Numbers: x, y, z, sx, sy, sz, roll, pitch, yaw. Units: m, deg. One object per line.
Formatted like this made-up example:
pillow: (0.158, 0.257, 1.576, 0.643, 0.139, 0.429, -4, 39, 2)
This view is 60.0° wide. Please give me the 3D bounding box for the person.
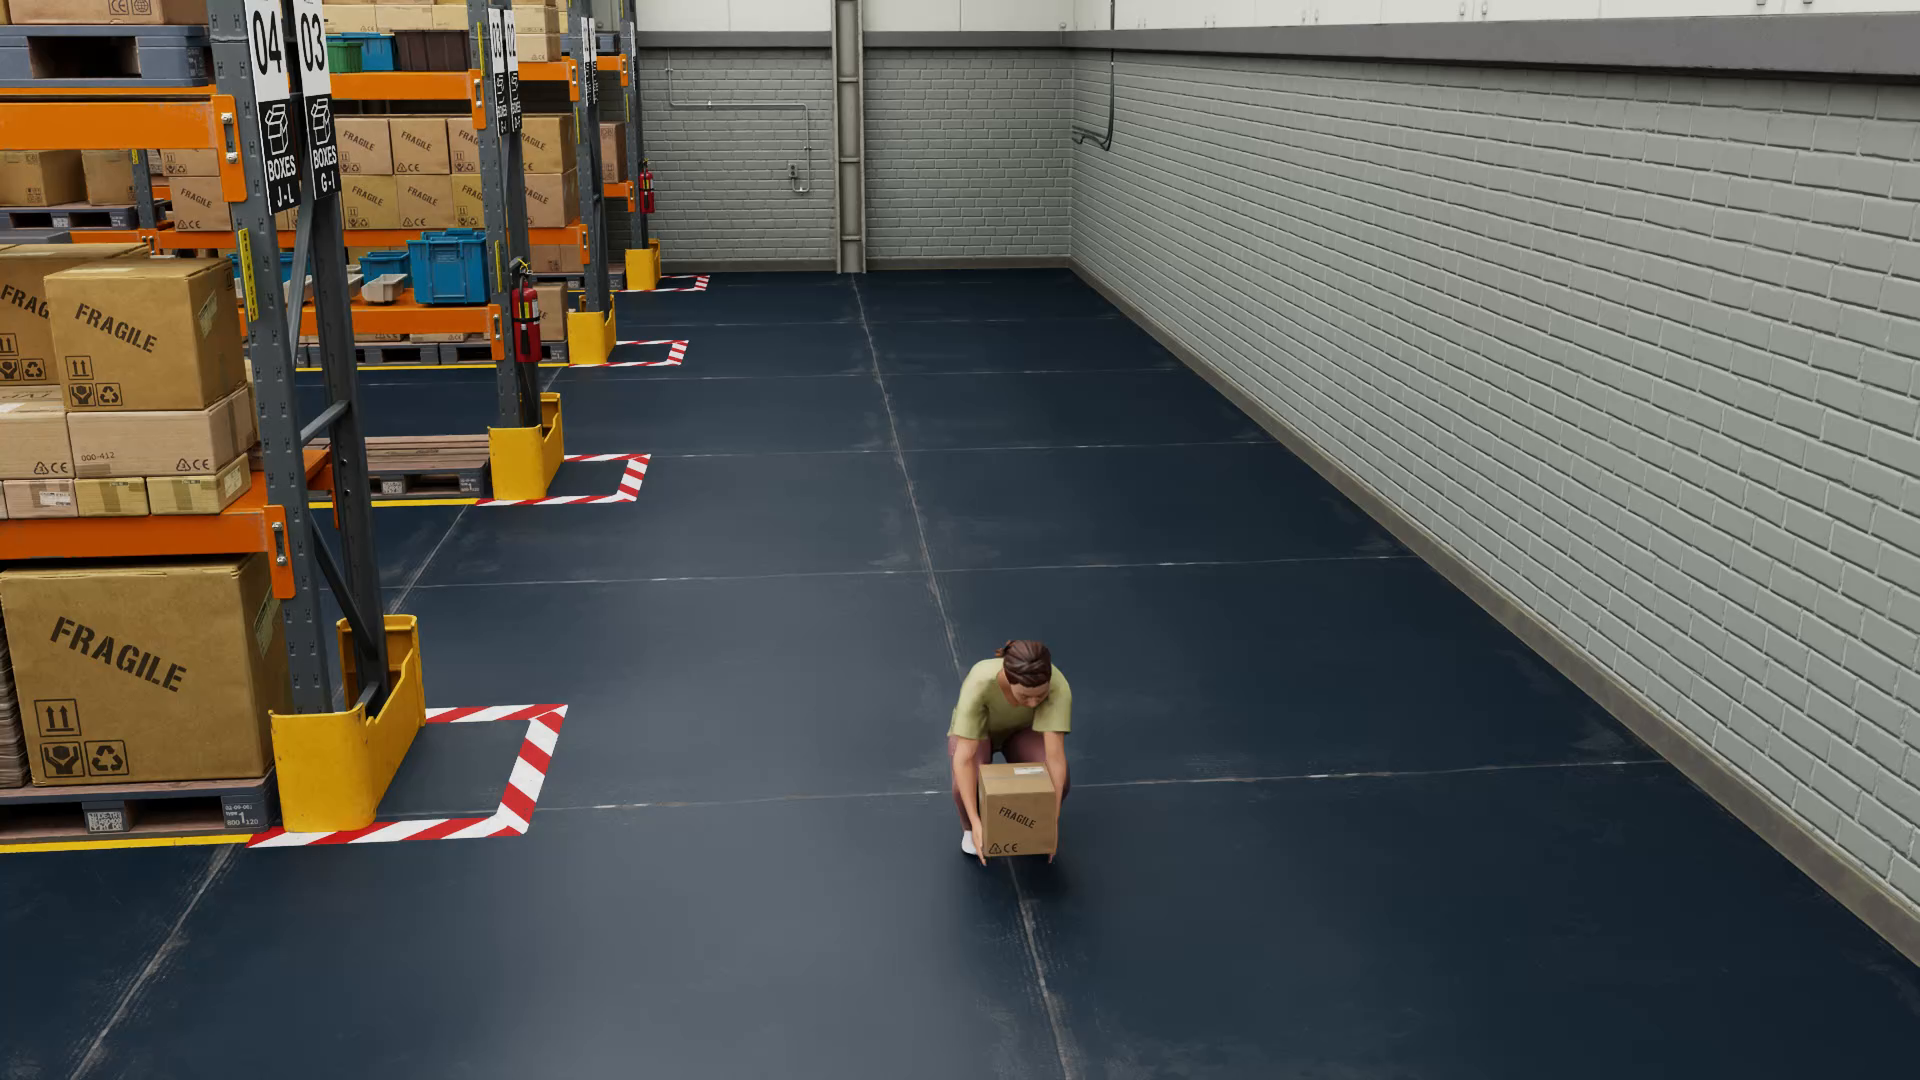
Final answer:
person: (0.183, 0.757, 6.320, 0.463, 0.943, 0.786, -2, 17, -6)
